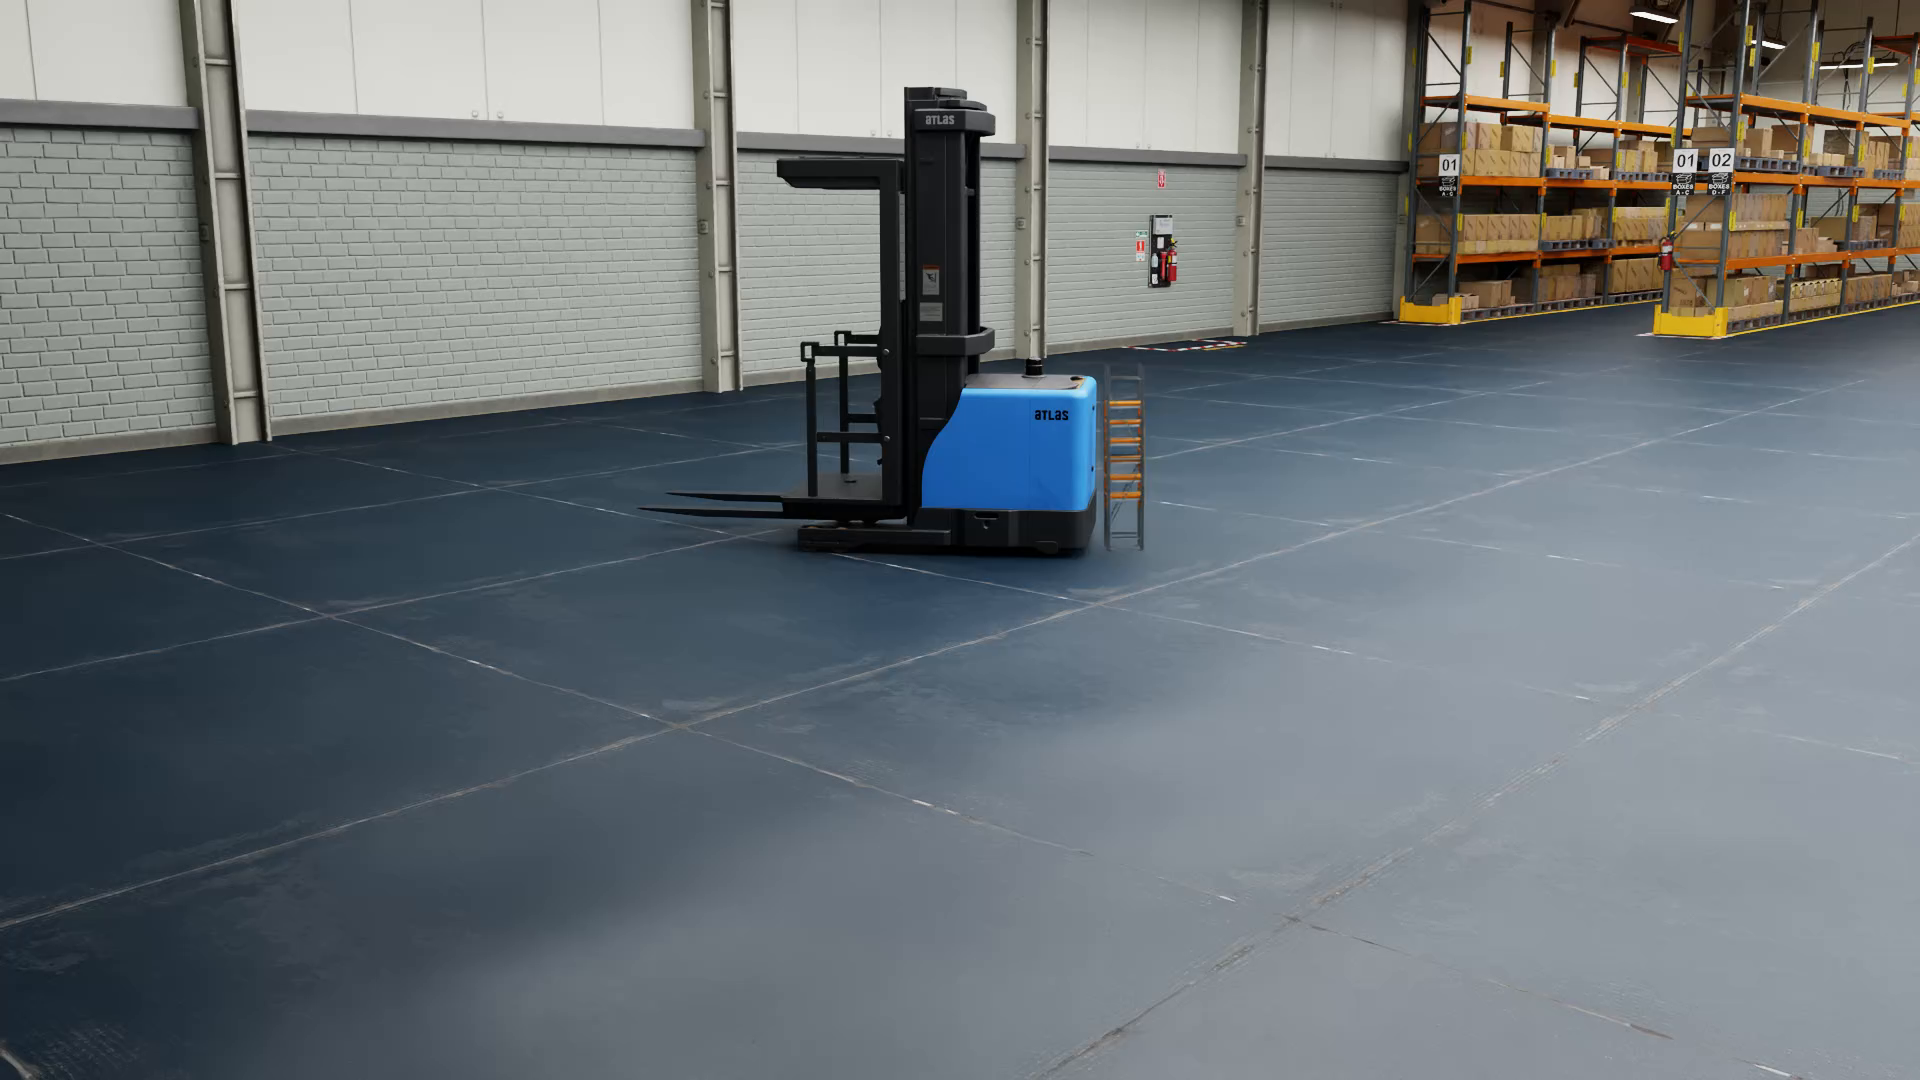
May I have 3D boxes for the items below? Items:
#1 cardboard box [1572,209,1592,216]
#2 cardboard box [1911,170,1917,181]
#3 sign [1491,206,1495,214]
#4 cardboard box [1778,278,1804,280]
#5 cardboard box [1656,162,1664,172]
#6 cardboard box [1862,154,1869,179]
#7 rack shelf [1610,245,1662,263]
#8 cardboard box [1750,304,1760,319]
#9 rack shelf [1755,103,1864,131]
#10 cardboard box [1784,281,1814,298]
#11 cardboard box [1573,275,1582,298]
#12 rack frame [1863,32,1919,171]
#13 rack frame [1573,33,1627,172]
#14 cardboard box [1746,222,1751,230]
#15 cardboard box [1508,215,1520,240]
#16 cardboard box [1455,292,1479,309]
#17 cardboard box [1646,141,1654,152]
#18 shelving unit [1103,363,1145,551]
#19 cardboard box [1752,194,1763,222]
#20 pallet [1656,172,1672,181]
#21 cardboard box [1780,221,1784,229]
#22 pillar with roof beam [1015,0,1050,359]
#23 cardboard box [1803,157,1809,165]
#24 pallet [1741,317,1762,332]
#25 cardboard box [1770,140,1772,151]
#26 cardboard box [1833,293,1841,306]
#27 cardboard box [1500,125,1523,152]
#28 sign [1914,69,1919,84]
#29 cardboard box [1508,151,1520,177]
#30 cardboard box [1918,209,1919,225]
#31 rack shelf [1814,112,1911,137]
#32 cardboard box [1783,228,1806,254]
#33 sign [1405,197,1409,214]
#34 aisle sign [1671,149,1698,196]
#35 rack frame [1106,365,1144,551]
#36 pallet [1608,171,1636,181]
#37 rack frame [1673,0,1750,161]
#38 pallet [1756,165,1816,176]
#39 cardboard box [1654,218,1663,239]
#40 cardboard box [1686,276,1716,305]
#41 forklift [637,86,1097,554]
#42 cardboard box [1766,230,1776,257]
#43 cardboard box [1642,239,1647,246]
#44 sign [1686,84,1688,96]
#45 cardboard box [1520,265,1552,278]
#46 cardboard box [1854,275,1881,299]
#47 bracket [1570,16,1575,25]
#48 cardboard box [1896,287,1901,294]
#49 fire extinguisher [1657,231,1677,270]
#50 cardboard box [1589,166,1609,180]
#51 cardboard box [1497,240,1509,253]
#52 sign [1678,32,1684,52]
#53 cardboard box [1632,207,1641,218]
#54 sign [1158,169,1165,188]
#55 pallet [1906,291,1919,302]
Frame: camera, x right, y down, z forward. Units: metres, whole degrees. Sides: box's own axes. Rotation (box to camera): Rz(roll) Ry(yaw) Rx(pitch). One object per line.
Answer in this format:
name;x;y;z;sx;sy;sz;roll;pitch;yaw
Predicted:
cardboard box;14.035;-7.395;37.541;0.380;0.149;0.250;7;13;31
cardboard box;21.645;-8.374;38.205;0.500;0.250;0.500;10;15;40
sign;11.382;-6.966;35.475;0.100;0.325;0.005;10;15;40
cardboard box;17.258;-5.291;34.559;0.500;0.311;0.500;9;15;39
cardboard box;17.358;-9.288;41.450;0.500;0.250;0.500;10;15;41
cardboard box;18.764;-7.939;35.389;0.910;0.500;0.500;10;15;40
rack shelf;15.762;-6.857;39.722;1.077;0.370;4.000;10;15;40
cardboard box;14.397;-4.227;30.664;0.500;0.250;0.500;10;15;40
rack shelf;16.845;-8.375;33.023;1.077;0.370;4.000;10;15;40
cardboard box;16.660;-4.998;33.091;0.500;0.311;0.500;9;14;38
cardboard box;13.578;-5.732;37.511;0.700;0.500;0.500;10;15;40
rack frame;20.805;-9.806;37.333;1.000;3.000;0.127;10;15;40
rack frame;14.442;-9.858;37.590;1.000;3.000;0.127;10;15;40
cardboard box;13.985;-5.648;29.919;0.380;0.149;0.250;9;14;38
cardboard box;11.056;-6.375;33.887;0.500;0.500;0.500;9;15;39
cardboard box;10.061;-4.810;33.377;0.500;0.311;0.500;-11;15;-43
cardboard box;16.402;-9.495;40.141;0.500;0.250;0.500;-11;16;-43
shelving unit;1.066;-0.538;10.816;0.258;1.200;0.189;-1;10;0
cardboard box;14.243;-6.085;30.451;0.700;0.500;0.500;10;15;40
pallet;17.630;-9.051;41.435;1.003;0.211;1.213;10;15;40
cardboard box;15.341;-5.951;31.434;0.380;0.149;0.250;9;15;39
pillar with roof beam;4.285;-6.573;21.147;9.100;9.000;0.400;10;15;40
cardboard box;16.299;-7.461;32.561;0.500;0.250;0.500;8;14;35
pallet;14.163;-4.028;30.839;1.003;0.211;1.213;10;15;40
cardboard box;14.994;-7.442;31.469;0.500;0.500;0.500;-11;15;-43
cardboard box;18.001;-5.024;34.657;0.500;0.250;0.500;10;15;42
cardboard box;10.983;-8.078;33.481;0.500;0.500;0.500;9;14;38
sign;21.226;-10.271;36.871;0.100;0.325;0.005;10;15;40
cardboard box;10.973;-7.592;33.597;0.500;0.500;0.500;9;14;38
cardboard box;22.348;-7.664;39.117;0.500;0.500;0.500;10;15;42
rack shelf;19.485;-8.963;35.969;1.077;0.370;4.000;10;15;40
cardboard box;16.392;-5.925;32.961;0.500;0.500;0.500;-11;16;-43
sign;8.757;-6.536;32.515;0.100;0.325;0.005;10;15;40
aisle sign;12.620;-6.402;28.968;0.394;0.787;0.004;10;15;40
rack frame;1.066;-0.522;10.726;0.240;1.200;0.006;-1;10;0
pallet;14.827;-8.396;38.411;1.213;0.211;1.003;11;16;43
rack frame;12.884;-8.041;28.493;1.000;3.000;0.127;10;15;40
pallet;16.097;-7.196;32.411;0.805;0.209;1.217;9;14;38
cardboard box;16.637;-7.532;40.198;0.500;0.500;0.500;10;15;41
cardboard box;13.664;-4.590;30.570;0.500;0.500;0.500;10;15;40
forklift;-0.620;-1.455;11.013;3.031;2.935;1.130;2;11;8
cardboard box;14.893;-5.592;31.294;0.700;0.500;0.500;10;15;40
cardboard box;16.200;-7.123;39.807;0.380;0.149;0.250;9;15;39
sign;17.497;-10.875;40.095;0.100;0.325;0.005;10;15;40
cardboard box;12.563;-5.861;36.239;0.500;0.250;0.500;9;15;39
cardboard box;20.031;-5.599;36.845;0.500;0.500;0.500;10;15;41
bracket;13.474;-11.558;36.916;0.235;0.232;0.430;10;15;40
cardboard box;21.809;-5.853;38.968;0.380;0.166;0.250;10;15;40
fire extinguisher;12.457;-5.104;29.302;0.296;0.674;0.183;10;15;40
cardboard box;14.169;-8.212;37.186;0.500;0.311;0.500;10;15;40
cardboard box;10.729;-5.932;33.586;0.500;0.250;0.500;10;15;41
sign;12.486;-8.610;28.756;0.100;0.325;0.005;10;15;40
cardboard box;15.616;-7.675;38.998;0.500;0.250;0.500;10;15;41
sign;3.272;-5.861;26.977;0.001;0.298;0.199;10;15;40
pallet;22.870;-5.957;40.496;1.003;0.211;1.213;10;15;40
